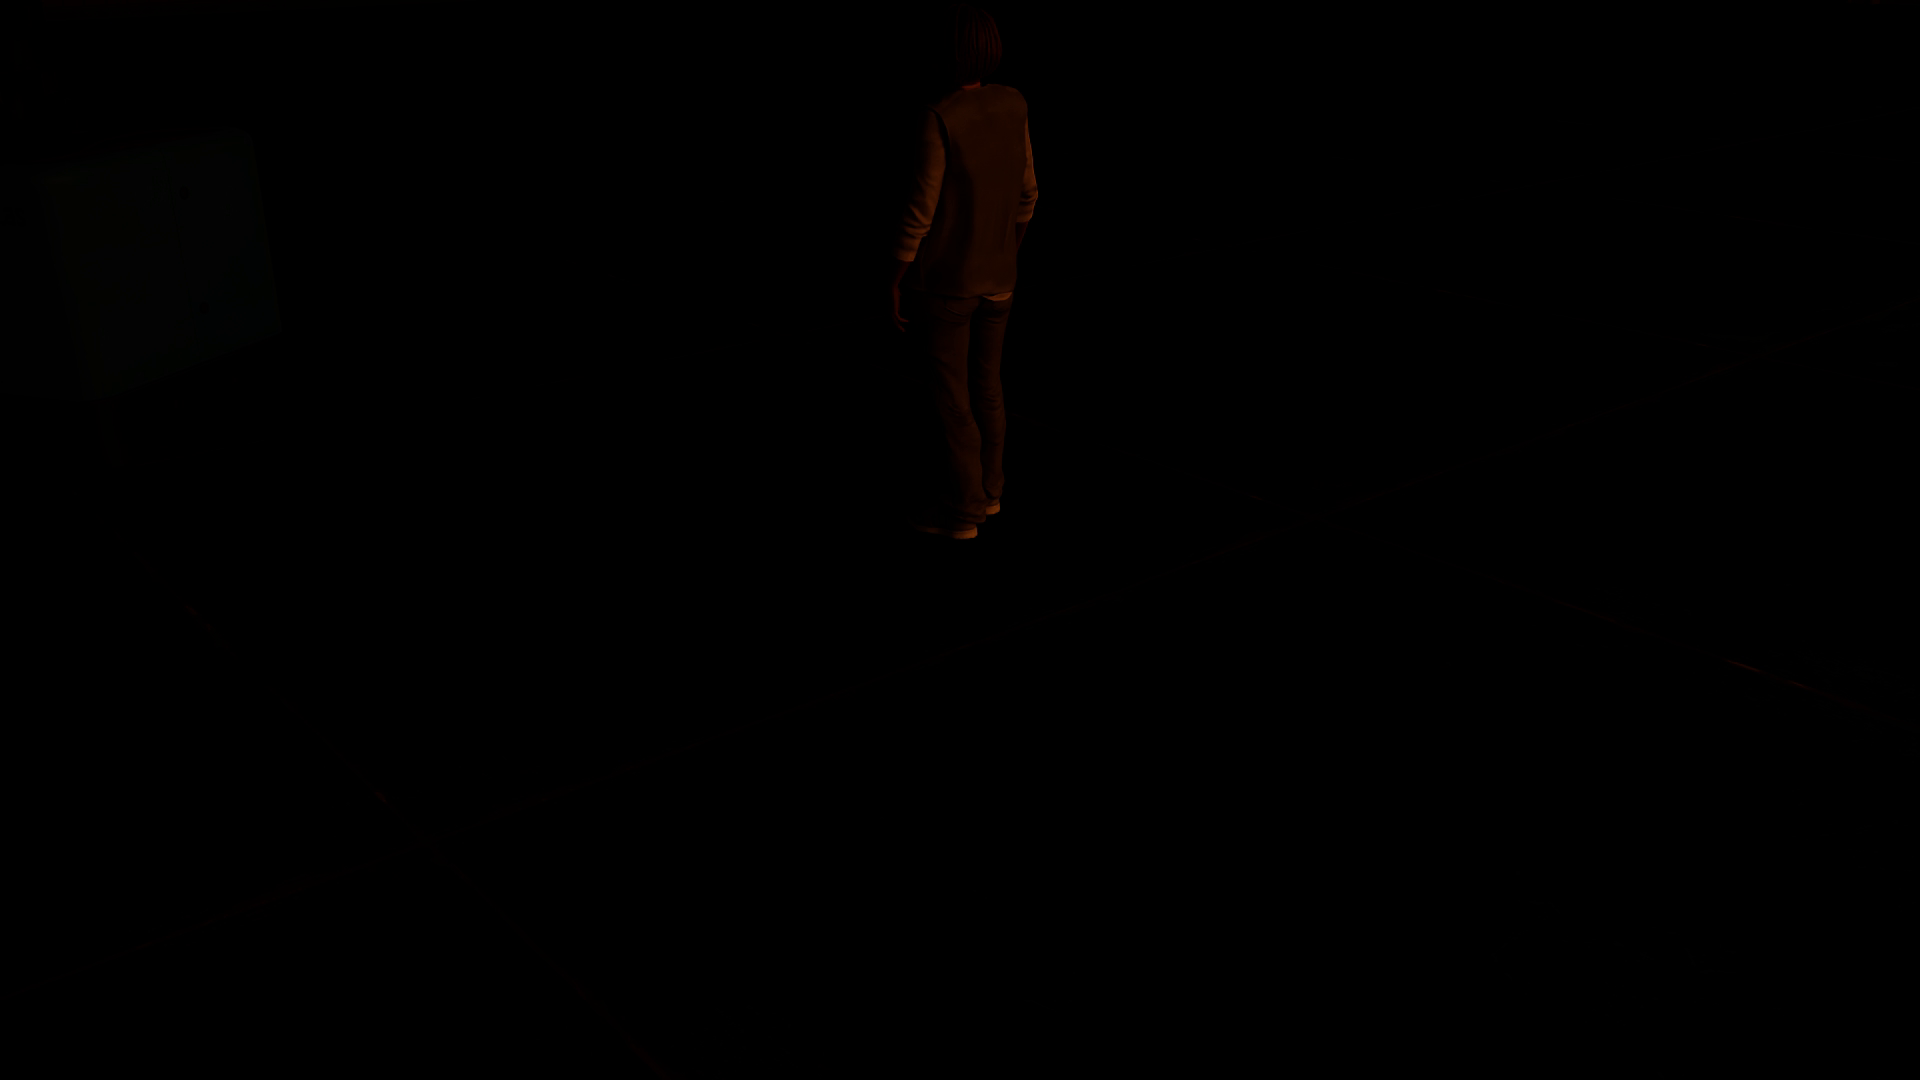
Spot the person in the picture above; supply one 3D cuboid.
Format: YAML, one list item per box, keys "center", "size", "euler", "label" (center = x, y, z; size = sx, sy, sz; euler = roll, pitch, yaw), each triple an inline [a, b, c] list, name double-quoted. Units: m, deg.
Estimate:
- center: [-0.038, -0.772, 4.954]
  size: [0.521, 1.599, 0.473]
  euler: [-17, 28, -37]
  label: "person"

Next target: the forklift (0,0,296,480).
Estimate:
- center: [-4.142, -1.865, 5.907]
  size: [3.031, 2.935, 1.130]
  euler: [7, 23, 16]
  label: "forklift"
